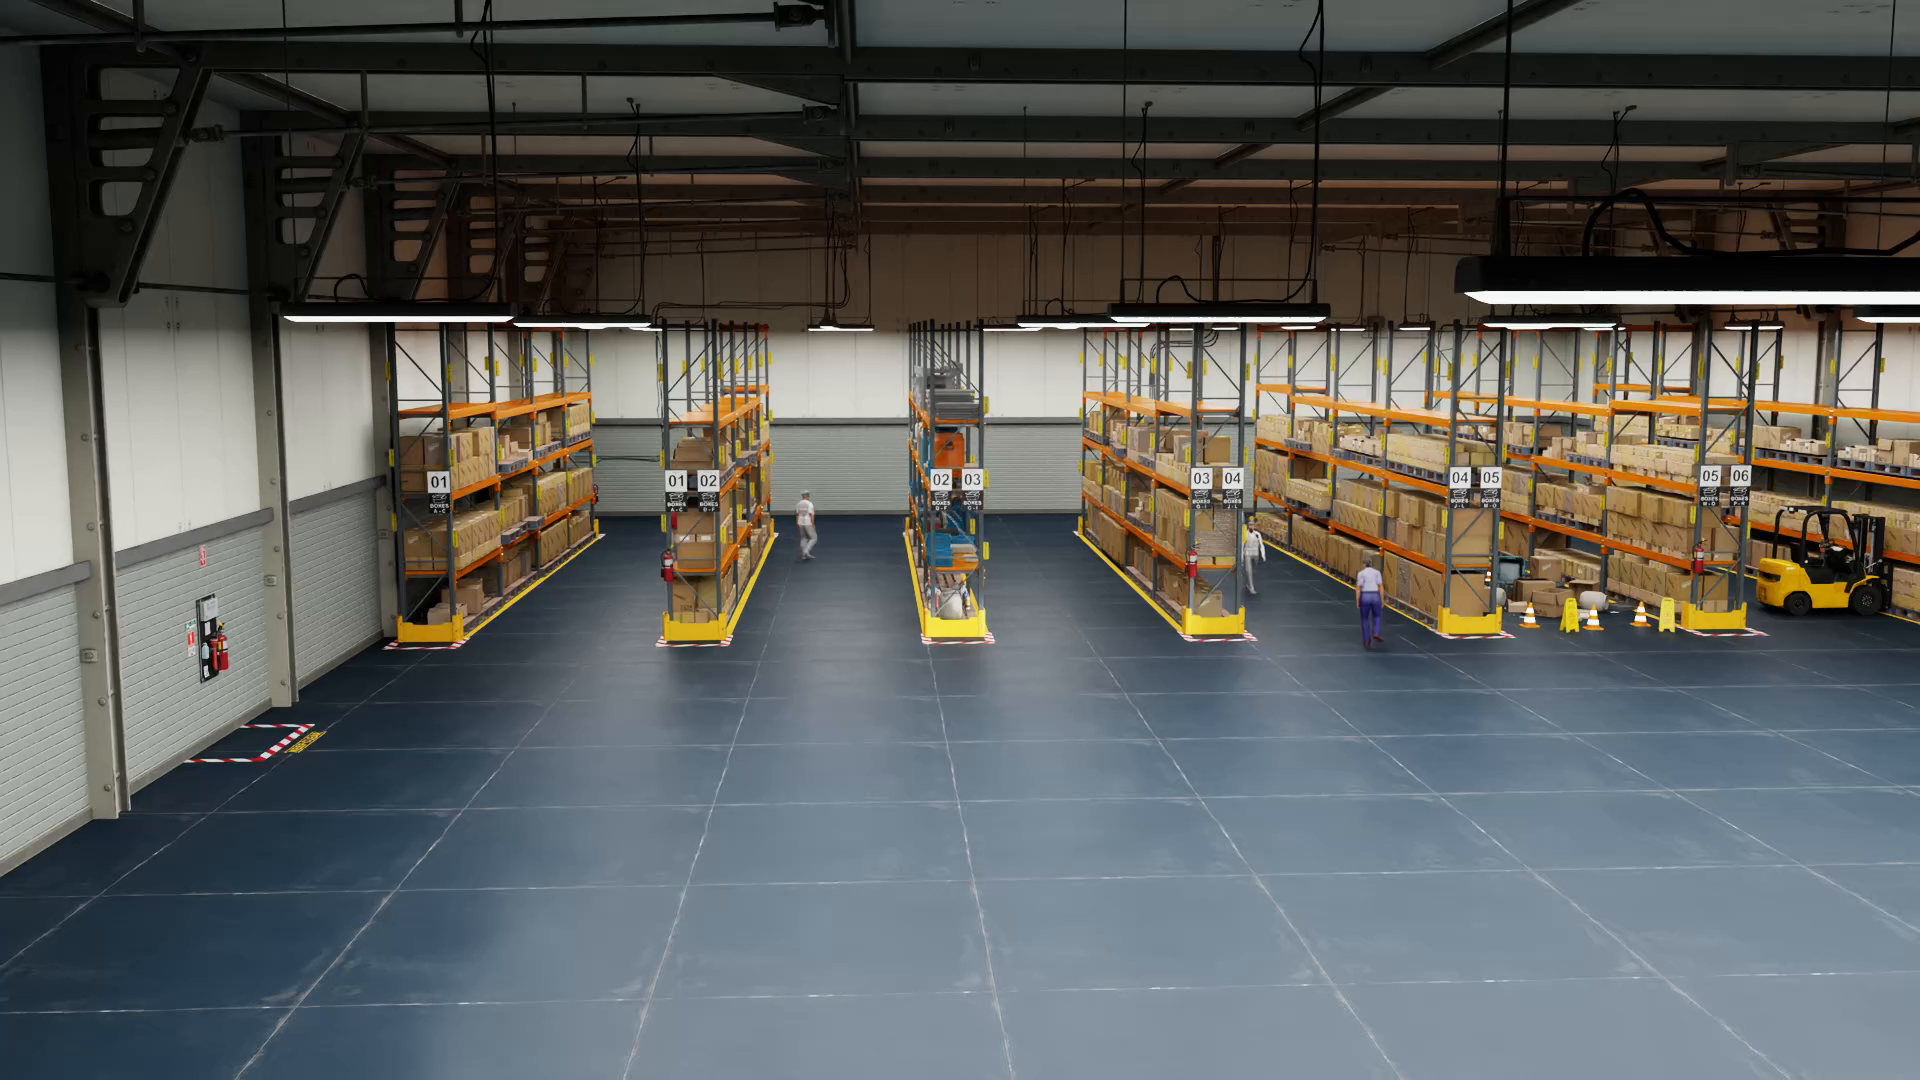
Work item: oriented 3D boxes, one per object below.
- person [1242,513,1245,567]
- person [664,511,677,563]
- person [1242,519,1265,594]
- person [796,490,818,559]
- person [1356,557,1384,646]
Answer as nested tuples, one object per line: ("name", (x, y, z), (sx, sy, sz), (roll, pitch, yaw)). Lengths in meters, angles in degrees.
("person", (6.804, -0.183, 41.255), (0.529, 1.598, 1.043), (0, 7, -4))
("person", (-7.024, -0.203, 41.138), (0.619, 1.664, 1.078), (-1, 7, -6))
("person", (6.477, 0.349, 36.769), (0.512, 1.637, 0.966), (-1, 7, -7))
("person", (-3.946, -0.377, 42.382), (0.573, 1.758, 0.516), (5, 9, 36))
("person", (7.542, 1.132, 30.610), (0.528, 1.636, 0.462), (1, 7, 6))
